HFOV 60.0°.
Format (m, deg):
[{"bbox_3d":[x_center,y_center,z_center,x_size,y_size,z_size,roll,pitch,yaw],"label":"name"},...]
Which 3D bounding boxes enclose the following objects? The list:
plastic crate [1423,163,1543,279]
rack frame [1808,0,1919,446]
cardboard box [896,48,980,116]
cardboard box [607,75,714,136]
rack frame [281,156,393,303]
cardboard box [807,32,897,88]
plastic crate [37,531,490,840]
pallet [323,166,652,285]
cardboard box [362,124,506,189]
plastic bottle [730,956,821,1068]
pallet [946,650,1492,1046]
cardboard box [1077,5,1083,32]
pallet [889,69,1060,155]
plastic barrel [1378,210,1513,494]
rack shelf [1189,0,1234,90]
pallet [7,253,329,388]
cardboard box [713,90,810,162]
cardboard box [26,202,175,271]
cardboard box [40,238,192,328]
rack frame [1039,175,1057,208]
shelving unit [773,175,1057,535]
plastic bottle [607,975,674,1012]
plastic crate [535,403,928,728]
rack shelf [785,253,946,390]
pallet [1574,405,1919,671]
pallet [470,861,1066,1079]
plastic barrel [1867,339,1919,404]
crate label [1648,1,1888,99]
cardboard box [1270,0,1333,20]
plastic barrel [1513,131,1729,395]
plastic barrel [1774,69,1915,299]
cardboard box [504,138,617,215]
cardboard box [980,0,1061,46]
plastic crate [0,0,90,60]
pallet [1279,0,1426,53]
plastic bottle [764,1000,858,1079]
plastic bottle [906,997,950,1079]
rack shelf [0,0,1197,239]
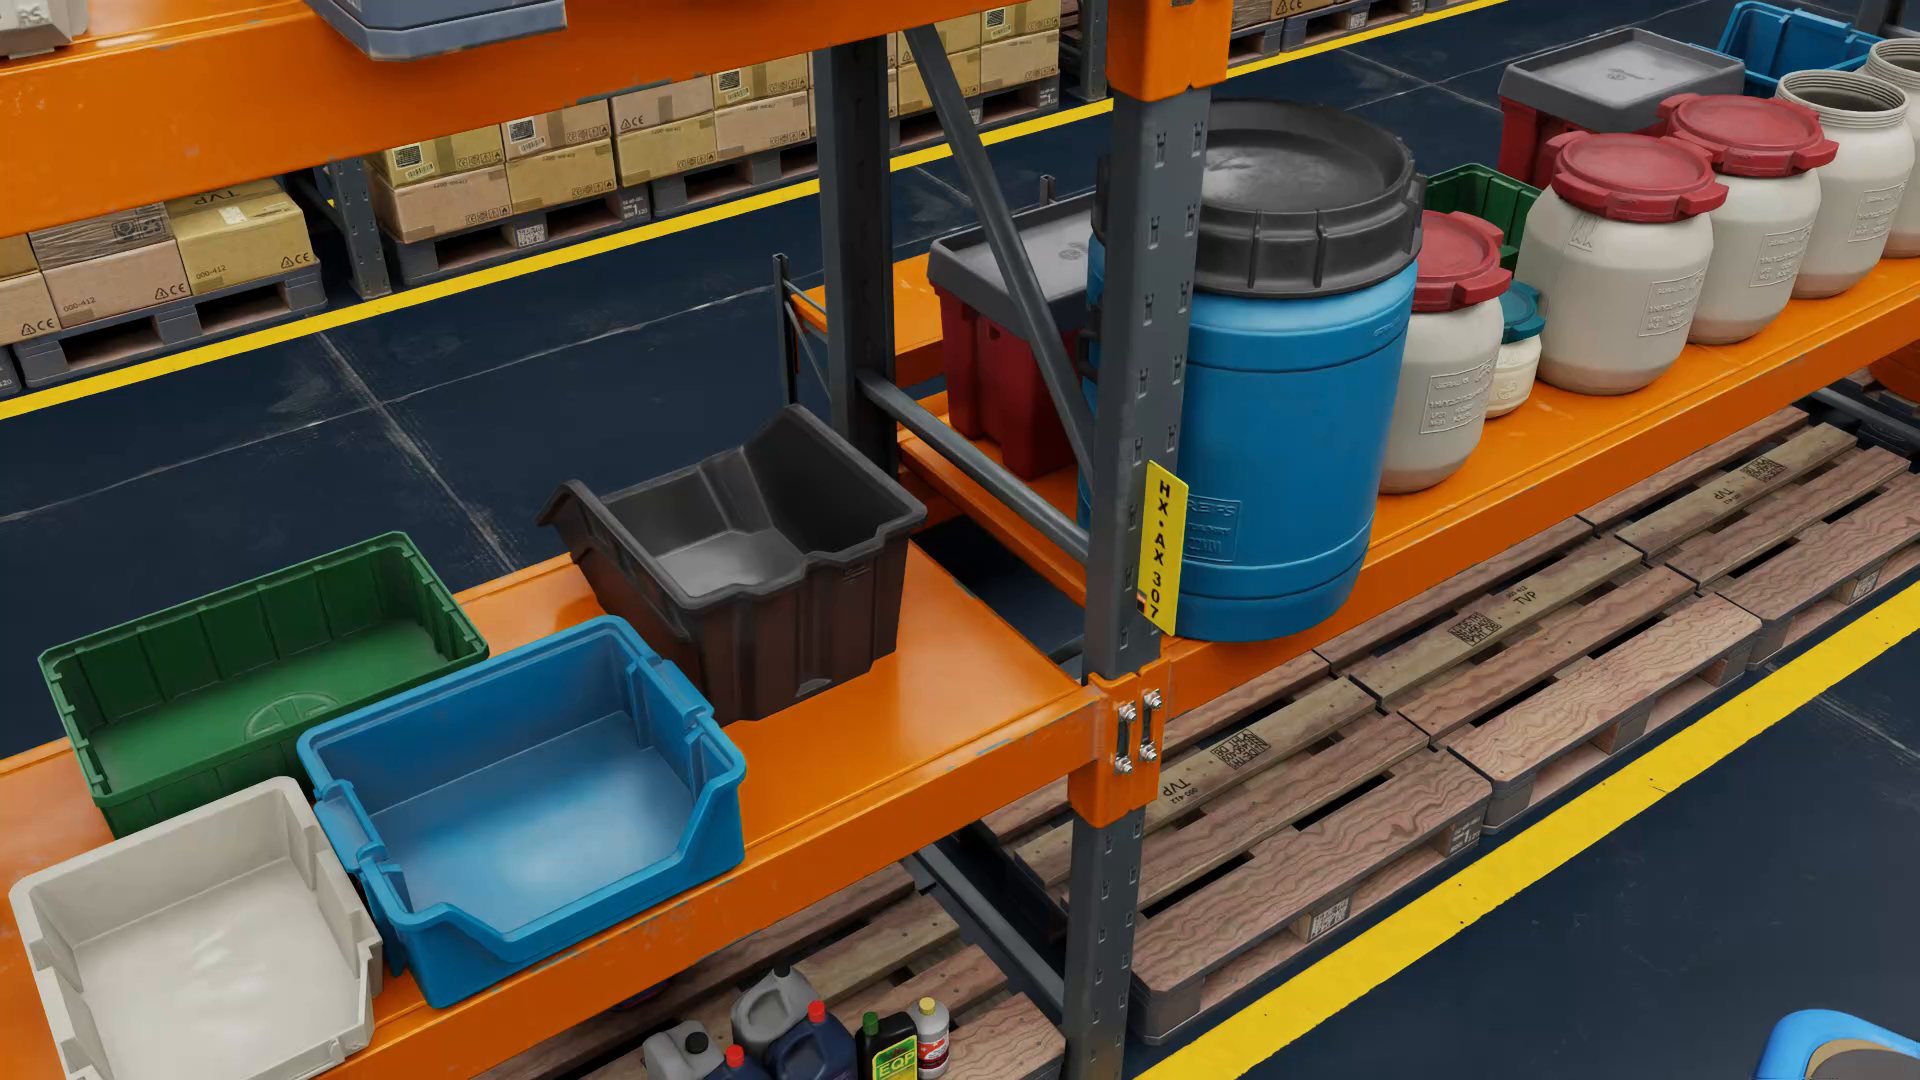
[{"bbox_3d":[1.306,-0.771,4.434,0.662,0.188,0.450,-22,41,-28],"label":"plastic crate"},{"bbox_3d":[3.315,-1.482,5.241,0.127,3.000,1.000,-22,41,-28],"label":"rack frame"},{"bbox_3d":[-0.244,-2.433,8.559,0.500,0.250,0.500,-23,42,-28],"label":"cardboard box"},{"bbox_3d":[-1.489,-2.144,7.677,0.500,0.311,0.500,-24,42,-29],"label":"cardboard box"},{"bbox_3d":[-2.805,-2.502,6.659,0.127,3.000,1.000,-22,41,-28],"label":"rack frame"},{"bbox_3d":[-0.657,-2.489,8.156,0.500,0.311,0.500,-23,41,-28],"label":"cardboard box"},{"bbox_3d":[-1.227,0.272,2.985,0.662,0.188,0.450,-22,41,-28],"label":"plastic crate"},{"bbox_3d":[-2.225,-1.636,7.844,1.213,0.211,1.003,-22,41,-28],"label":"pallet"},{"bbox_3d":[-2.324,-1.804,7.204,0.500,0.311,0.500,-22,41,-28],"label":"cardboard box"},{"bbox_3d":[-0.398,1.046,3.619,0.185,0.351,0.144,-22,41,-28],"label":"plastic bottle"},{"bbox_3d":[0.665,0.713,4.578,1.213,0.211,1.003,-22,41,-28],"label":"pallet"},{"bbox_3d":[1.001,-3.028,9.155,0.500,0.500,0.500,-21,41,-26],"label":"cardboard box"},{"bbox_3d":[-0.231,-2.457,8.985,1.213,0.211,1.003,-22,41,-28],"label":"pallet"},{"bbox_3d":[0.954,-0.409,3.633,0.433,0.535,0.433,0,36,0],"label":"plastic barrel"},{"bbox_3d":[1.680,-1.735,3.640,4.000,0.370,1.077,-22,41,-28],"label":"rack shelf"},{"bbox_3d":[-3.479,-1.122,7.129,1.213,0.211,1.003,-22,41,-28],"label":"pallet"},{"bbox_3d":[-1.076,-2.091,8.083,0.500,0.250,0.500,-22,41,-27],"label":"cardboard box"},{"bbox_3d":[-3.474,-1.437,6.532,0.500,0.500,0.500,-22,41,-28],"label":"cardboard box"},{"bbox_3d":[-3.472,-1.132,6.750,0.500,0.250,0.500,-22,41,-28],"label":"cardboard box"},{"bbox_3d":[0.421,-0.630,5.662,0.032,1.125,0.500,-22,41,-28],"label":"rack frame"},{"bbox_3d":[0.006,-0.459,5.425,1.048,1.125,0.538,-22,41,-28],"label":"shelving unit"},{"bbox_3d":[-0.770,0.903,3.818,0.185,0.351,0.144,-22,41,-28],"label":"plastic bottle"},{"bbox_3d":[-0.456,0.004,3.228,0.504,0.338,0.767,-22,41,-28],"label":"plastic crate"},{"bbox_3d":[0.006,-0.697,5.254,1.000,0.278,0.538,-22,41,-28],"label":"rack shelf"},{"bbox_3d":[2.659,-0.108,5.719,1.213,0.211,1.003,-22,41,-28],"label":"pallet"},{"bbox_3d":[-0.528,1.202,3.898,1.213,0.211,1.003,-22,41,-28],"label":"pallet"},{"bbox_3d":[3.705,-0.944,5.992,0.708,0.830,0.600,-22,41,-28],"label":"plastic barrel"},{"bbox_3d":[2.347,-1.291,4.946,0.616,0.435,0.502,-22,41,-28],"label":"crate label"},{"bbox_3d":[1.839,-3.373,9.634,0.500,0.500,0.500,-23,42,-28],"label":"cardboard box"},{"bbox_3d":[1.554,-0.655,3.976,0.433,0.535,0.433,0,36,0],"label":"plastic barrel"},{"bbox_3d":[2.253,-0.937,4.389,0.421,0.512,0.421,0,36,0],"label":"plastic barrel"},{"bbox_3d":[-1.914,-1.744,7.602,0.500,0.250,0.500,-21,41,-27],"label":"cardboard box"},{"bbox_3d":[0.178,-2.835,8.638,0.500,0.311,0.500,-21,41,-27],"label":"cardboard box"},{"bbox_3d":[-1.034,-0.514,1.553,0.396,0.136,0.243,-22,41,-28],"label":"plastic crate"},{"bbox_3d":[2.093,-3.356,10.235,1.213,0.211,1.003,-22,41,-28],"label":"pallet"},{"bbox_3d":[-0.315,1.115,3.523,0.185,0.351,0.144,-24,42,-29],"label":"plastic bottle"},{"bbox_3d":[-0.072,1.092,3.683,0.097,0.201,0.097,0,36,0],"label":"plastic bottle"},{"bbox_3d":[-1.589,-0.389,1.769,4.000,0.370,1.077,-22,41,-28],"label":"rack shelf"}]
